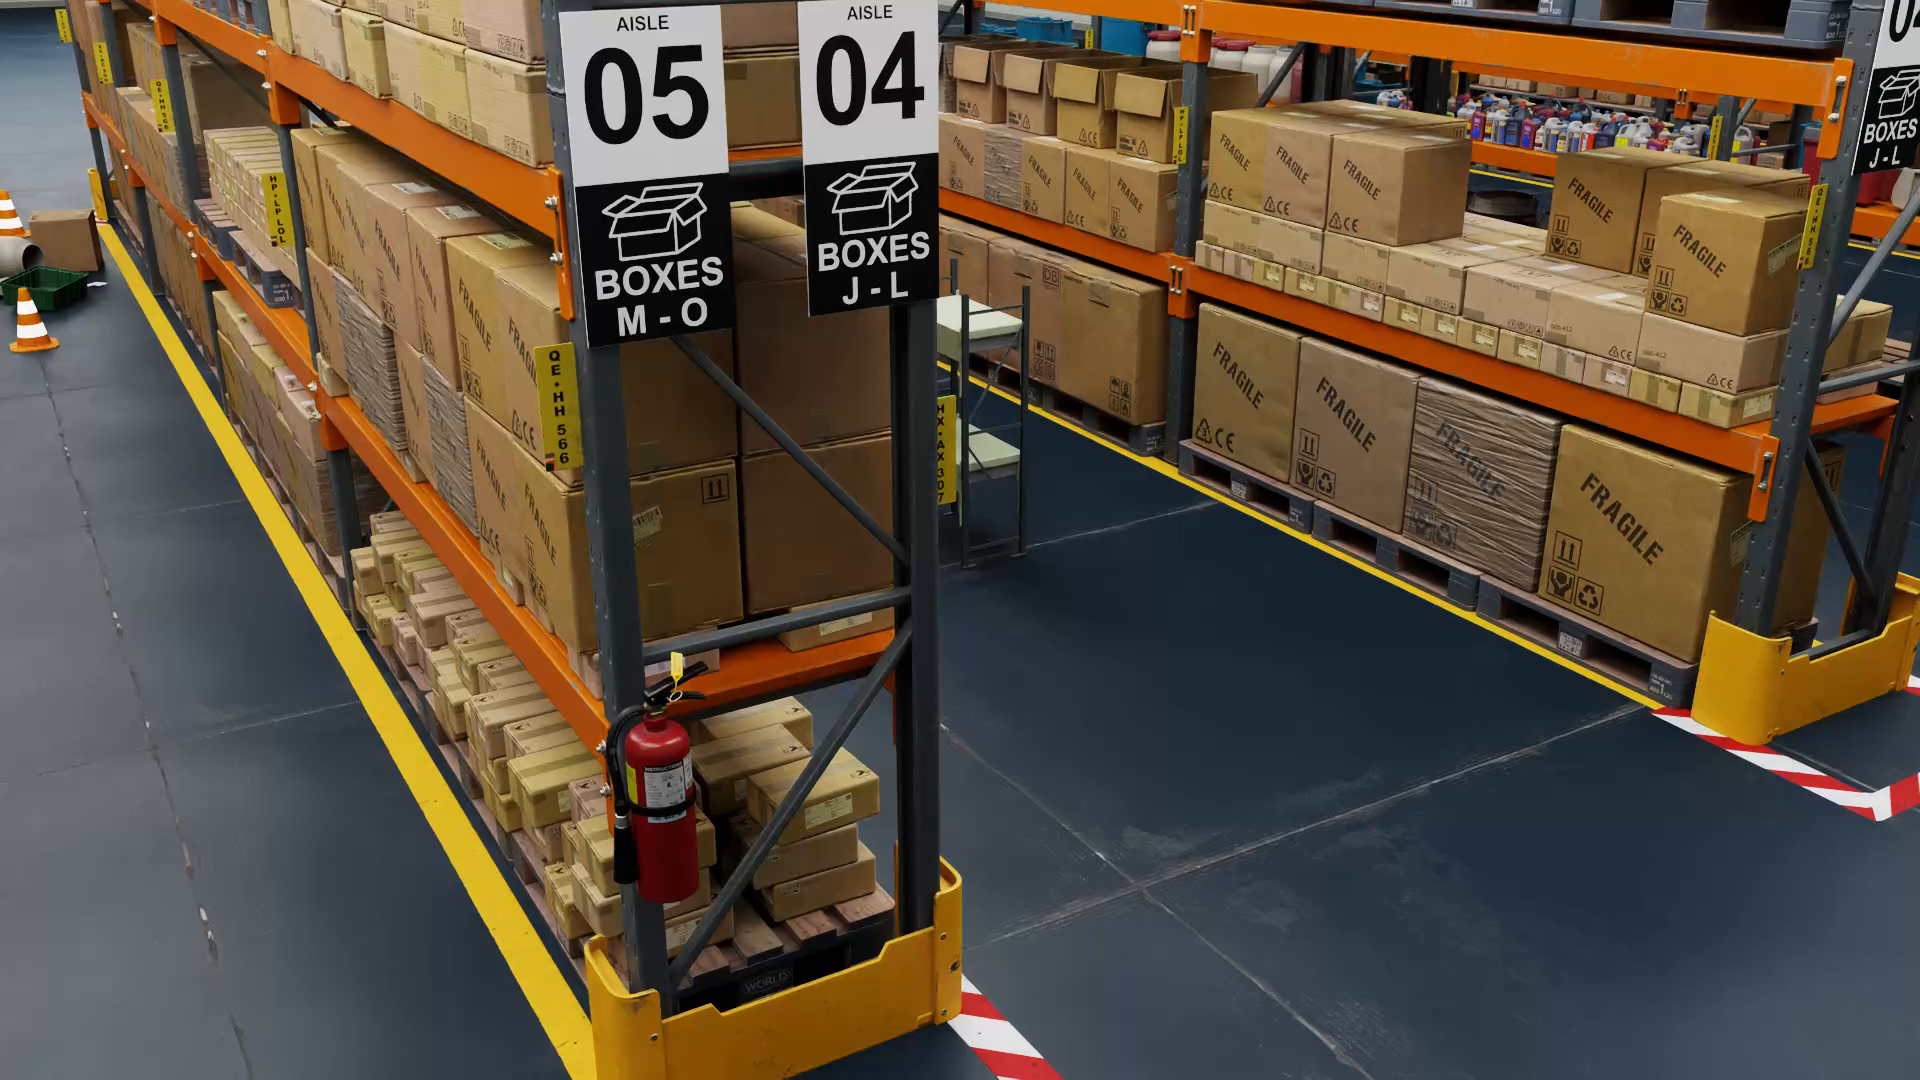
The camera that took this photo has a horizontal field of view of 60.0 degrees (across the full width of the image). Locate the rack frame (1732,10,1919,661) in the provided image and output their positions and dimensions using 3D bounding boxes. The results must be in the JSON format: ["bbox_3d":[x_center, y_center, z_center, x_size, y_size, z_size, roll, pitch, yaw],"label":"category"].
[{"bbox_3d":[3.794,-0.672,6.980,1.000,3.000,0.127,-13,25,-28],"label":"rack frame"}]

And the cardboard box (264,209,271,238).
[{"bbox_3d":[-3.473,-1.690,8.867,0.380,0.149,0.250,-14,26,-31],"label":"cardboard box"}]

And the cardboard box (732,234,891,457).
[{"bbox_3d":[-0.523,-0.594,4.934,0.500,0.500,0.500,-13,25,-29],"label":"cardboard box"}]

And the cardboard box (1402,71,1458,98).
[{"bbox_3d":[6.214,-5.939,22.037,0.500,0.500,0.500,-13,25,-28],"label":"cardboard box"}]

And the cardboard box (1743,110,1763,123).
[{"bbox_3d":[11.136,-6.068,22.991,0.700,0.500,0.500,-13,26,-29],"label":"cardboard box"}]

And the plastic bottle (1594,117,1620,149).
[{"bbox_3d":[5.163,-3.191,13.243,0.144,0.351,0.185,-13,25,-28],"label":"plastic bottle"}]

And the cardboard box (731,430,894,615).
[{"bbox_3d":[-0.514,-0.133,5.127,0.500,0.500,0.500,-11,25,-26],"label":"cardboard box"}]

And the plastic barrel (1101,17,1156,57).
[{"bbox_3d":[1.859,-5.558,18.336,0.600,0.901,0.708,-13,25,-28],"label":"plastic barrel"}]

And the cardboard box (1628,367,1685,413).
[{"bbox_3d":[3.194,-0.691,7.362,0.380,0.149,0.250,-12,25,-28],"label":"cardboard box"}]

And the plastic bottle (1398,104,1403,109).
[{"bbox_3d":[3.994,-3.845,15.052,0.097,0.201,0.097,0,22,0],"label":"plastic bottle"}]

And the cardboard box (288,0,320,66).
[{"bbox_3d":[-2.292,-2.004,6.474,0.500,0.250,0.500,-13,26,-29],"label":"cardboard box"}]

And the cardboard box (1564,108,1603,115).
[{"bbox_3d":[7.413,-5.072,20.156,0.500,0.311,0.500,-13,25,-29],"label":"cardboard box"}]

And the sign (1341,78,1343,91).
[{"bbox_3d":[3.496,-4.181,15.399,0.100,0.325,0.005,-13,25,-28],"label":"sign"}]

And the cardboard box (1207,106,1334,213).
[{"bbox_3d":[1.775,-2.178,9.494,0.500,0.500,0.500,-13,25,-28],"label":"cardboard box"}]

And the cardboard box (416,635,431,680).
[{"bbox_3d":[-2.175,0.490,7.351,0.380,0.149,0.250,-13,26,-29],"label":"cardboard box"}]

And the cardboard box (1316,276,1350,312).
[{"bbox_3d":[2.152,-1.353,8.989,0.380,0.149,0.250,-13,25,-29],"label":"cardboard box"}]

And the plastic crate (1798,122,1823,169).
[{"bbox_3d":[6.540,-2.854,12.291,0.392,0.384,0.575,-13,25,-28],"label":"plastic crate"}]

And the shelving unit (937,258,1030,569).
[{"bbox_3d":[-0.003,-0.697,9.034,0.431,1.500,0.755,-13,25,-28],"label":"shelving unit"}]

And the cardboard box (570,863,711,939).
[{"bbox_3d":[-1.037,1.122,5.401,0.380,0.149,0.250,-13,26,-30],"label":"cardboard box"}]

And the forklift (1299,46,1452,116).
[{"bbox_3d":[3.141,-3.031,12.877,1.130,2.935,3.031,3,22,8],"label":"forklift"}]

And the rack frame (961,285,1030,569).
[{"bbox_3d":[0.184,-0.578,8.743,0.400,1.500,0.023,-13,25,-28],"label":"rack frame"}]

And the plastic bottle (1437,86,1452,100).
[{"bbox_3d":[4.539,-4.111,15.597,0.061,0.283,0.133,-13,25,-28],"label":"plastic bottle"}]

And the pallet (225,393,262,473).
[{"bbox_3d":[-4.211,-0.795,10.987,1.003,0.211,1.213,-13,25,-28],"label":"pallet"}]

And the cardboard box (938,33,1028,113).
[{"bbox_3d":[0.067,-3.533,12.554,0.797,0.503,0.637,-12,25,-26],"label":"cardboard box"}]

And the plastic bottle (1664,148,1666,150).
[{"bbox_3d":[5.431,-2.980,12.922,0.097,0.201,0.097,0,22,0],"label":"plastic bottle"}]

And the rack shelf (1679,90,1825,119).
[{"bbox_3d":[9.247,-4.185,16.579,1.077,0.370,4.000,-13,25,-28],"label":"rack shelf"}]

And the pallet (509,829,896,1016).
[{"bbox_3d":[-0.945,1.247,5.963,1.003,0.211,1.213,-13,25,-28],"label":"pallet"}]

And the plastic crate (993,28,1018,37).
[{"bbox_3d":[0.718,-6.419,21.318,0.499,0.251,0.408,-13,25,-28],"label":"plastic crate"}]

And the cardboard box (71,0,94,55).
[{"bbox_3d":[-8.009,-5.004,16.006,0.875,0.550,0.550,-13,25,-28],"label":"cardboard box"}]

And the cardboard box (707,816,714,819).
[{"bbox_3d":[-0.851,0.997,6.104,0.380,0.149,0.250,-12,25,-28],"label":"cardboard box"}]

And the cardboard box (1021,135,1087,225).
[{"bbox_3d":[0.757,-2.441,11.200,0.500,0.500,0.500,-13,25,-29],"label":"cardboard box"}]

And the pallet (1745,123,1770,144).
[{"bbox_3d":[11.465,-5.475,22.502,1.003,0.211,1.213,-13,25,-28],"label":"pallet"}]

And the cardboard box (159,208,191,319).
[{"bbox_3d":[-5.768,-2.291,13.393,1.050,0.750,0.750,-13,25,-28],"label":"cardboard box"}]

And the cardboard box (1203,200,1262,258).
[{"bbox_3d":[1.765,-1.832,9.640,0.500,0.250,0.500,-13,26,-29],"label":"cardboard box"}]

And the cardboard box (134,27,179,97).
[{"bbox_3d":[-6.129,-3.819,13.262,0.700,0.500,0.500,-13,26,-29],"label":"cardboard box"}]

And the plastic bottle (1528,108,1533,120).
[{"bbox_3d":[5.048,-3.737,14.785,0.097,0.201,0.097,0,22,0],"label":"plastic bottle"}]

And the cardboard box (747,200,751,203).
[{"bbox_3d":[-1.814,-3.241,16.037,0.700,0.500,0.500,-13,25,-29],"label":"cardboard box"}]

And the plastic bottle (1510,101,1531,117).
[{"bbox_3d":[4.757,-3.560,14.153,0.144,0.351,0.185,-13,25,-28],"label":"plastic bottle"}]

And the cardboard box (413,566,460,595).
[{"bbox_3d":[-2.153,0.210,7.250,0.380,0.149,0.250,-13,26,-30],"label":"cardboard box"}]

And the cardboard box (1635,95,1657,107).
[{"bbox_3d":[10.140,-6.473,24.432,0.380,0.166,0.250,-17,27,-35],"label":"cardboard box"}]

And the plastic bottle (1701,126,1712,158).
[{"bbox_3d":[5.995,-3.169,13.295,0.097,0.271,0.097,0,22,0],"label":"plastic bottle"}]

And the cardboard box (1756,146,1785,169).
[{"bbox_3d":[8.485,-3.841,17.512,0.500,0.500,0.500,-14,26,-30],"label":"cardboard box"}]

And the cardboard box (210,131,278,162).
[{"bbox_3d":[-4.399,-2.420,10.269,0.380,0.149,0.250,-13,26,-30],"label":"cardboard box"}]

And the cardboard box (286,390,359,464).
[{"bbox_3d":[-3.163,-0.622,8.623,0.500,0.250,0.500,-13,26,-30],"label":"cardboard box"}]

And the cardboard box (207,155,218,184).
[{"bbox_3d":[-4.534,-2.361,10.517,0.380,0.149,0.250,-11,25,-26],"label":"cardboard box"}]

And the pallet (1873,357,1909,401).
[{"bbox_3d":[7.045,-1.001,11.495,1.003,0.211,1.213,-13,25,-28],"label":"pallet"}]

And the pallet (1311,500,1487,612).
[{"bbox_3d":[2.699,-0.018,9.076,1.003,0.211,1.213,-13,25,-28],"label":"pallet"}]

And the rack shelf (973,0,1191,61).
[{"bbox_3d":[0.729,-3.670,11.329,1.077,0.370,4.000,-13,25,-28],"label":"rack shelf"}]

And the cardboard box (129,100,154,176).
[{"bbox_3d":[-6.103,-3.134,12.904,0.500,0.500,0.500,-13,25,-29],"label":"cardboard box"}]

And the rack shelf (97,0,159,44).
[{"bbox_3d":[-5.630,-4.044,12.248,1.077,0.370,4.000,-13,25,-28],"label":"rack shelf"}]

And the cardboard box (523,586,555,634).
[{"bbox_3d":[-1.167,0.149,5.295,0.380,0.149,0.250,-13,25,-29],"label":"cardboard box"}]

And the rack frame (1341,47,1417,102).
[{"bbox_3d":[3.965,-4.214,15.695,1.000,3.000,0.127,-13,25,-28],"label":"rack frame"}]

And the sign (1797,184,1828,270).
[{"bbox_3d":[3.320,-1.218,6.472,0.100,0.325,0.005,-13,25,-28],"label":"sign"}]

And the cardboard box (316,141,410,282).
[{"bbox_3d":[-2.266,-1.335,6.756,0.500,0.500,0.500,-13,26,-30],"label":"cardboard box"}]

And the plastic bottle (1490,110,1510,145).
[{"bbox_3d":[4.617,-3.505,14.117,0.152,0.276,0.135,-13,25,-28],"label":"plastic bottle"}]

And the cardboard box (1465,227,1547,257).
[{"bbox_3d":[2.985,-1.445,8.688,0.500,0.250,0.500,-13,26,-29],"label":"cardboard box"}]

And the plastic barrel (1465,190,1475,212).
[{"bbox_3d":[4.595,-2.935,15.296,0.421,0.512,0.421,0,22,0],"label":"plastic barrel"}]

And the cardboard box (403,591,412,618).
[{"bbox_3d":[-2.293,0.259,7.525,0.380,0.149,0.250,-13,25,-29],"label":"cardboard box"}]

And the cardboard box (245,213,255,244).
[{"bbox_3d":[-3.874,-1.806,9.546,0.380,0.149,0.250,-12,25,-28],"label":"cardboard box"}]

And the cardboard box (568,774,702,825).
[{"bbox_3d":[-1.089,0.885,5.588,0.380,0.149,0.250,-12,25,-27],"label":"cardboard box"}]
